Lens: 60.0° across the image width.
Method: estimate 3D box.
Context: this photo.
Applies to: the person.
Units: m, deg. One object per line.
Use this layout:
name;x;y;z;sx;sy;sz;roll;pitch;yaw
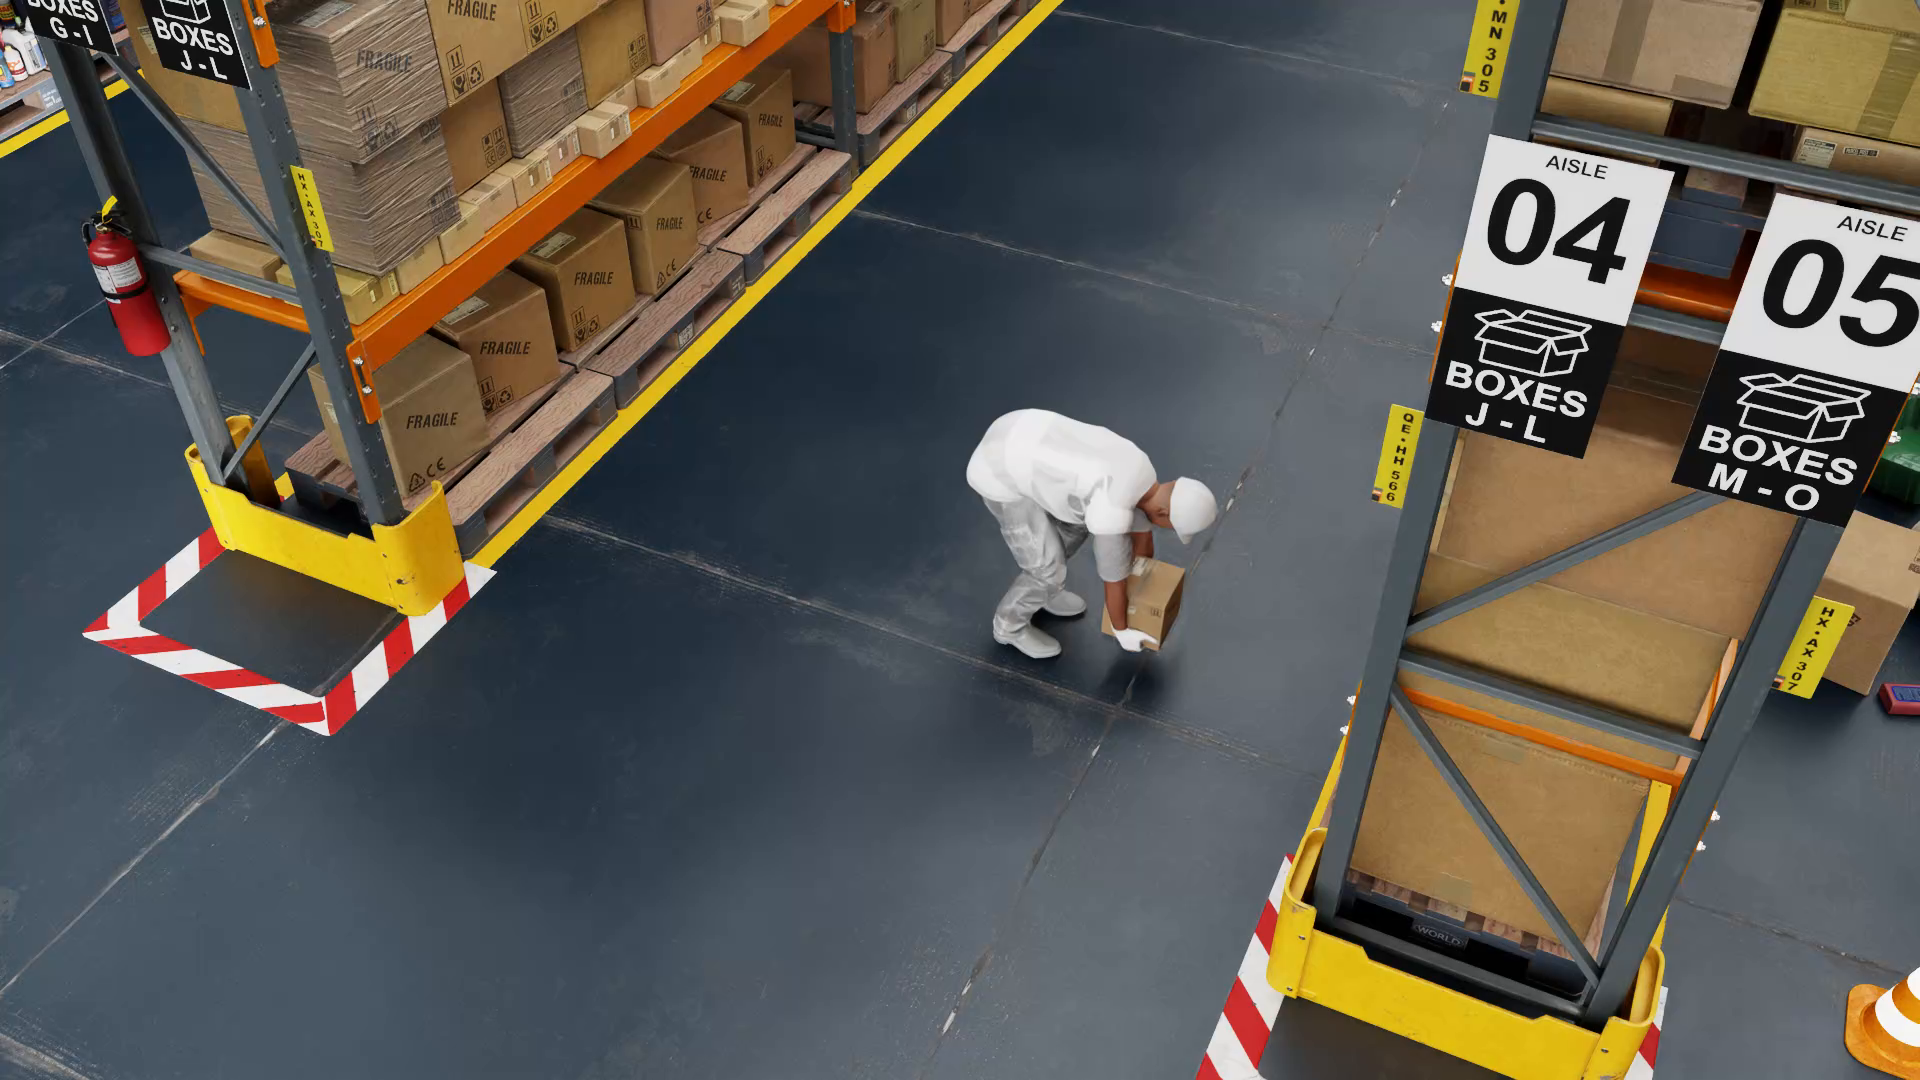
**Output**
person;0.520;0.008;6.674;0.991;1.063;0.511;15;44;17
